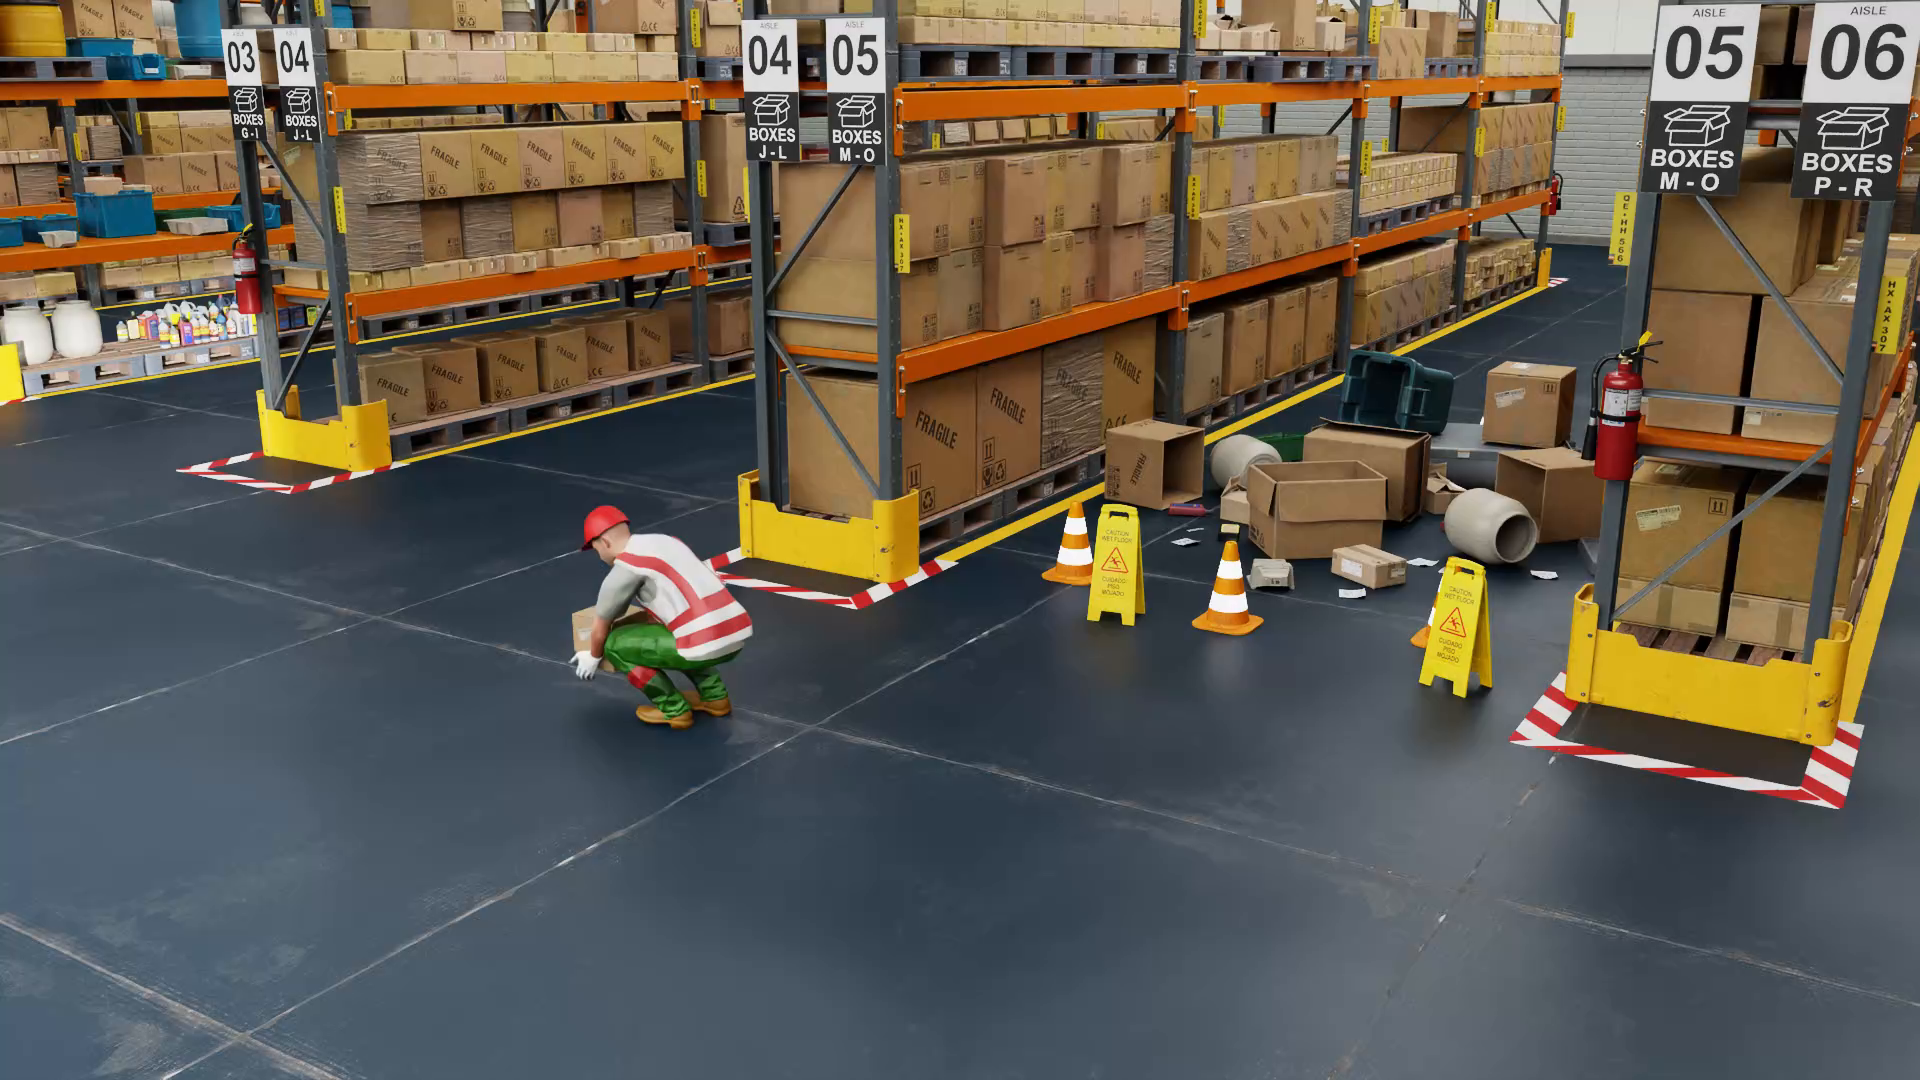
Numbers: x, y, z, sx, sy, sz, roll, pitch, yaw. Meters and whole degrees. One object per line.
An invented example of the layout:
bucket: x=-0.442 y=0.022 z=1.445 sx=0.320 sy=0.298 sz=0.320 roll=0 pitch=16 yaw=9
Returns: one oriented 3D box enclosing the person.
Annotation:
person: x=-1.395 y=0.347 z=7.732 sx=0.860 sy=0.995 sz=0.568 roll=10 pitch=19 yaw=30
